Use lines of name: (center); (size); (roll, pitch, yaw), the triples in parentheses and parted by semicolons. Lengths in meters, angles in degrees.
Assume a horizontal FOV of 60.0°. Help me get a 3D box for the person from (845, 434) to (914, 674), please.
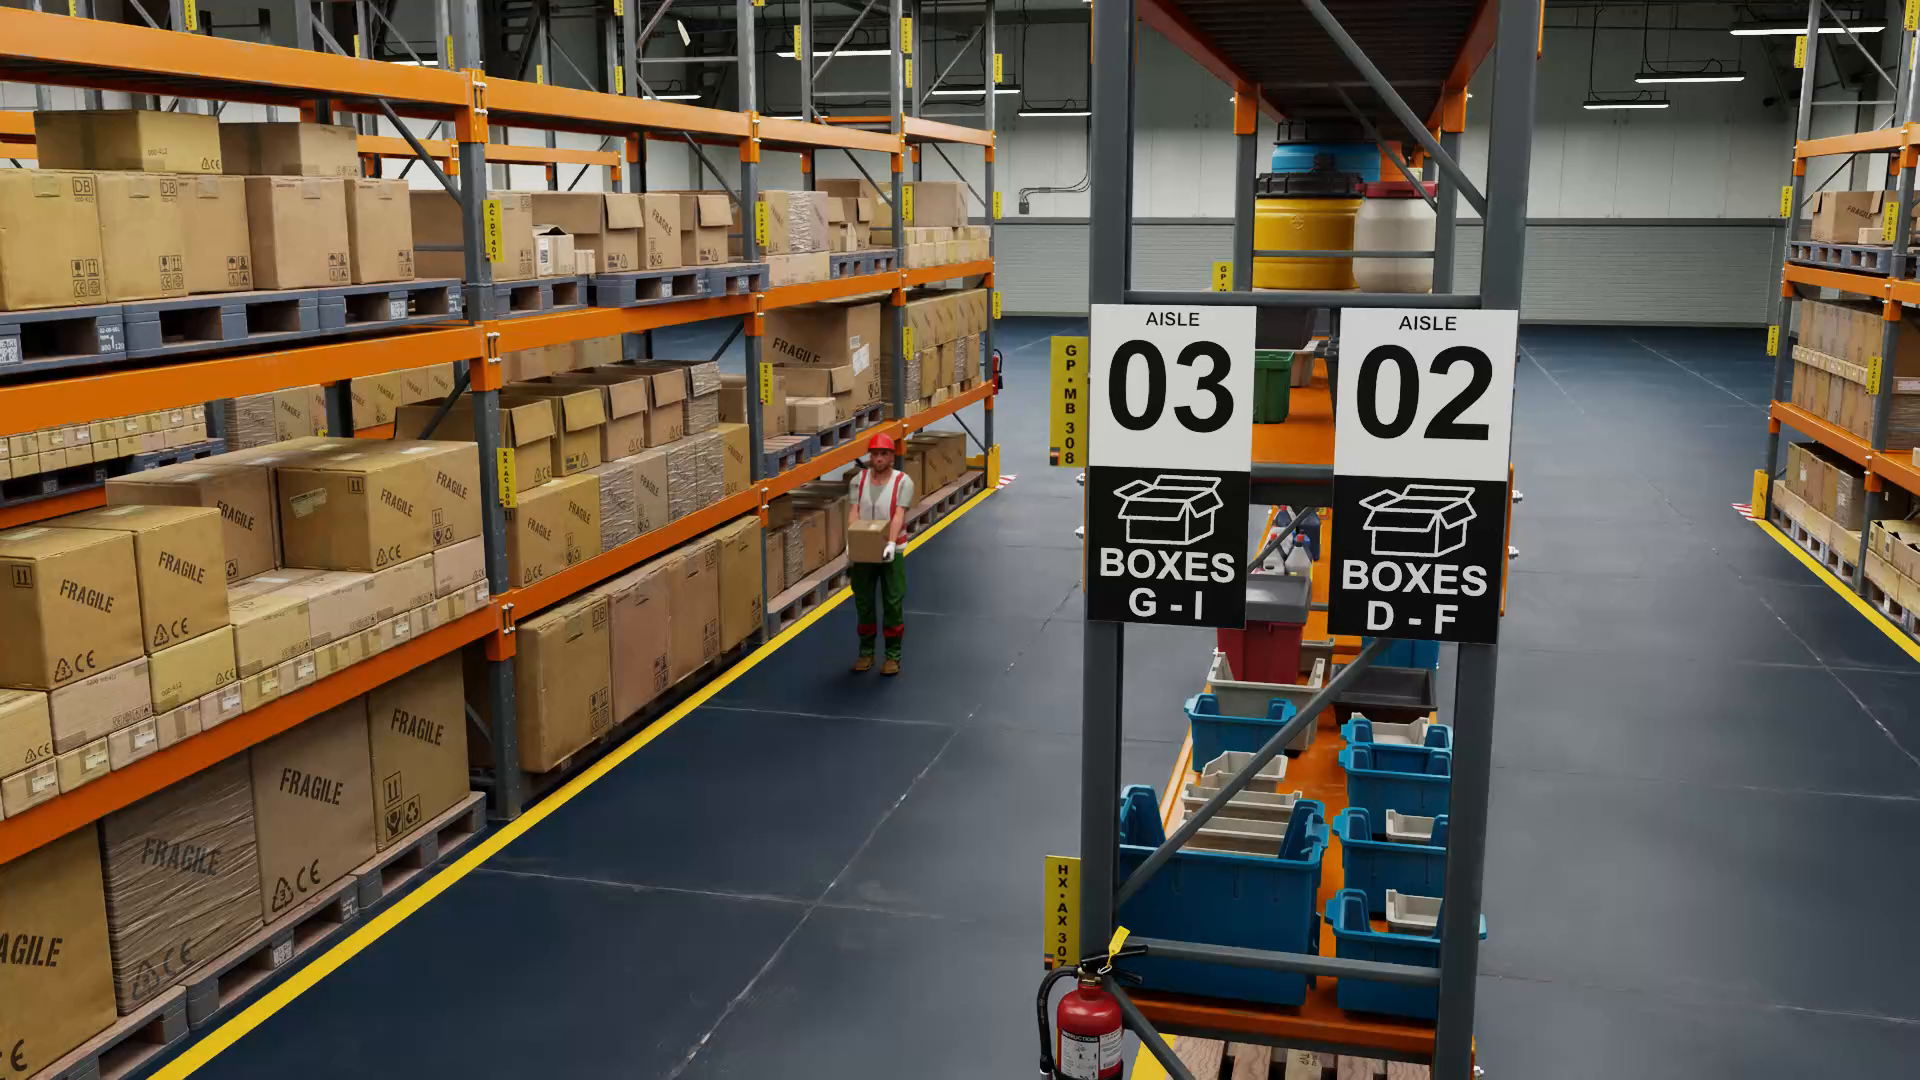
person: (-0.608, 0.110, 12.334); (0.495, 1.786, 0.553); (3, 12, 13)
